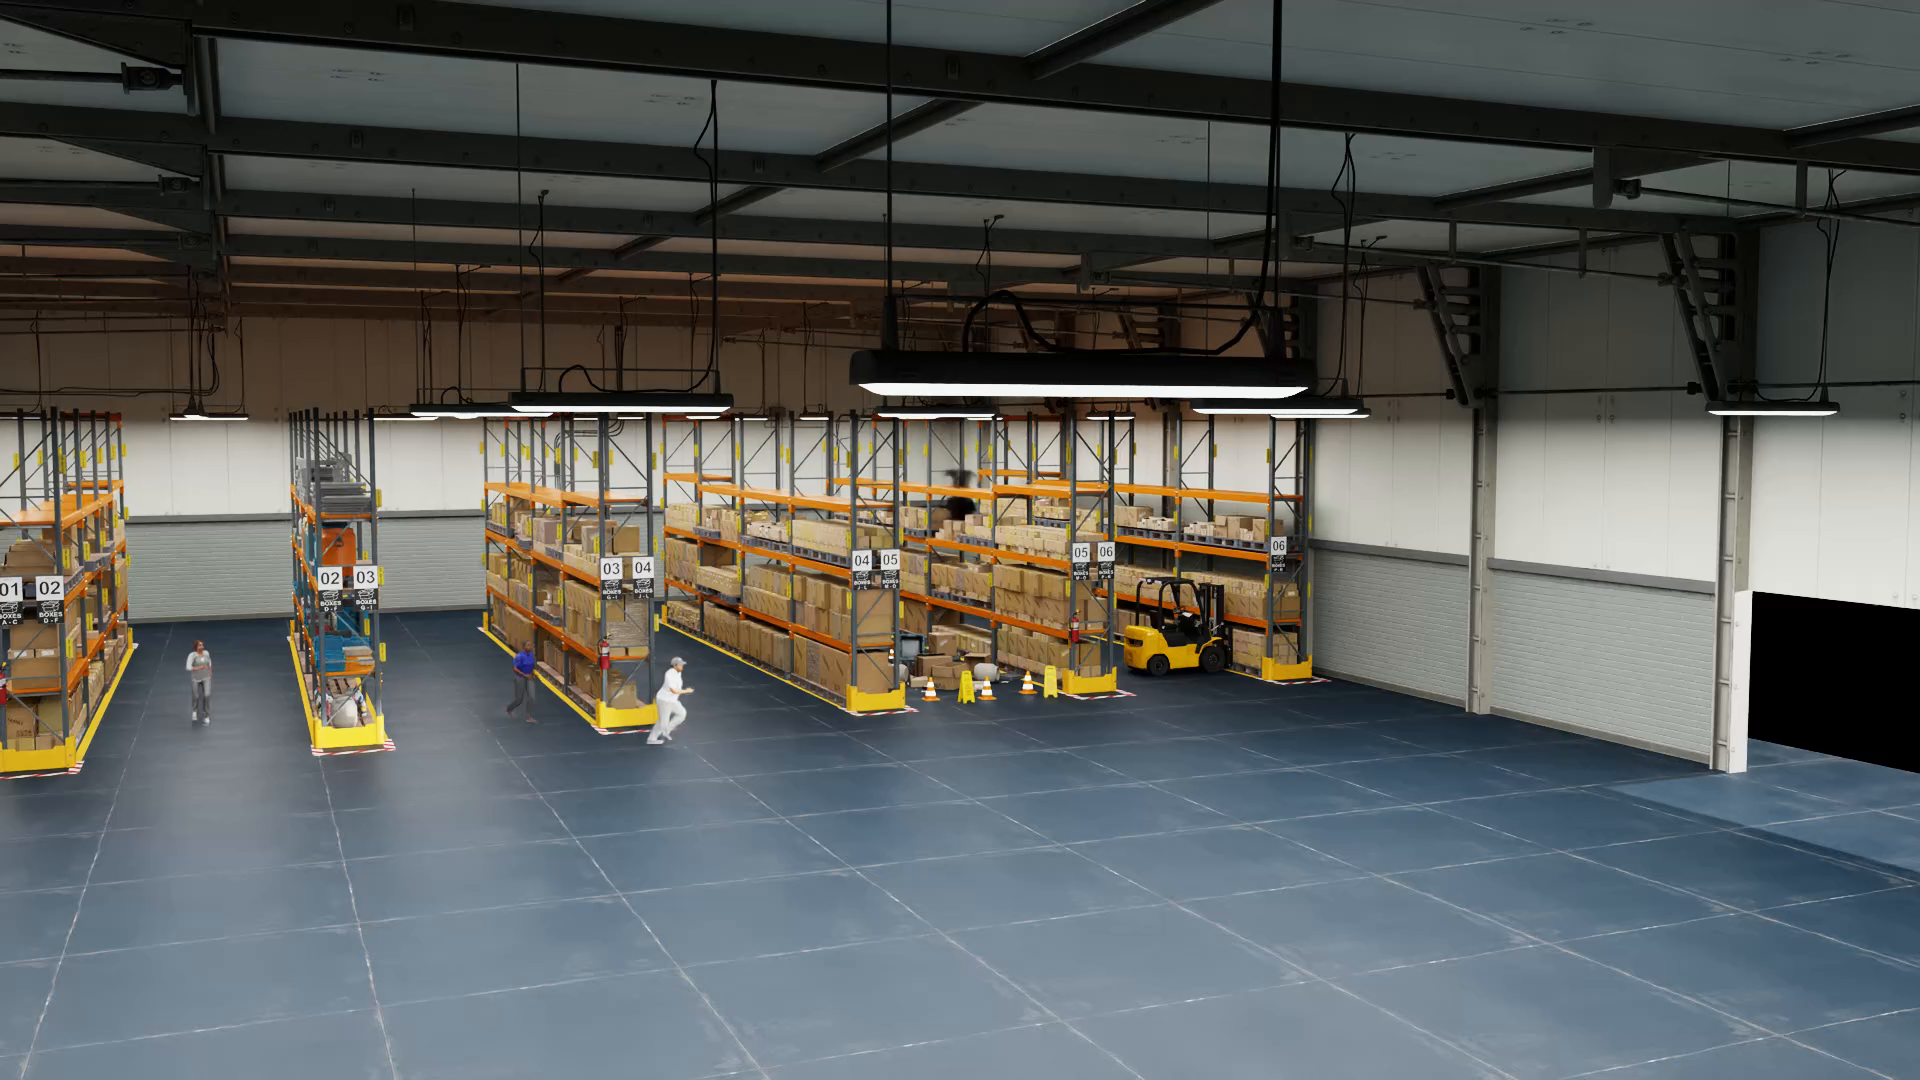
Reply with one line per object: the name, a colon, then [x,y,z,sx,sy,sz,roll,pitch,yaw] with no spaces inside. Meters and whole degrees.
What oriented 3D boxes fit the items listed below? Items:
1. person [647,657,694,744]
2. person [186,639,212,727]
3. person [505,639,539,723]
person: [-5.162,2.858,29.693,0.859,1.560,0.615,0,4,3]
person: [-14.464,2.690,31.618,0.494,1.626,0.824,-3,5,-37]
person: [-8.405,2.692,31.884,0.809,1.618,0.566,3,5,39]
